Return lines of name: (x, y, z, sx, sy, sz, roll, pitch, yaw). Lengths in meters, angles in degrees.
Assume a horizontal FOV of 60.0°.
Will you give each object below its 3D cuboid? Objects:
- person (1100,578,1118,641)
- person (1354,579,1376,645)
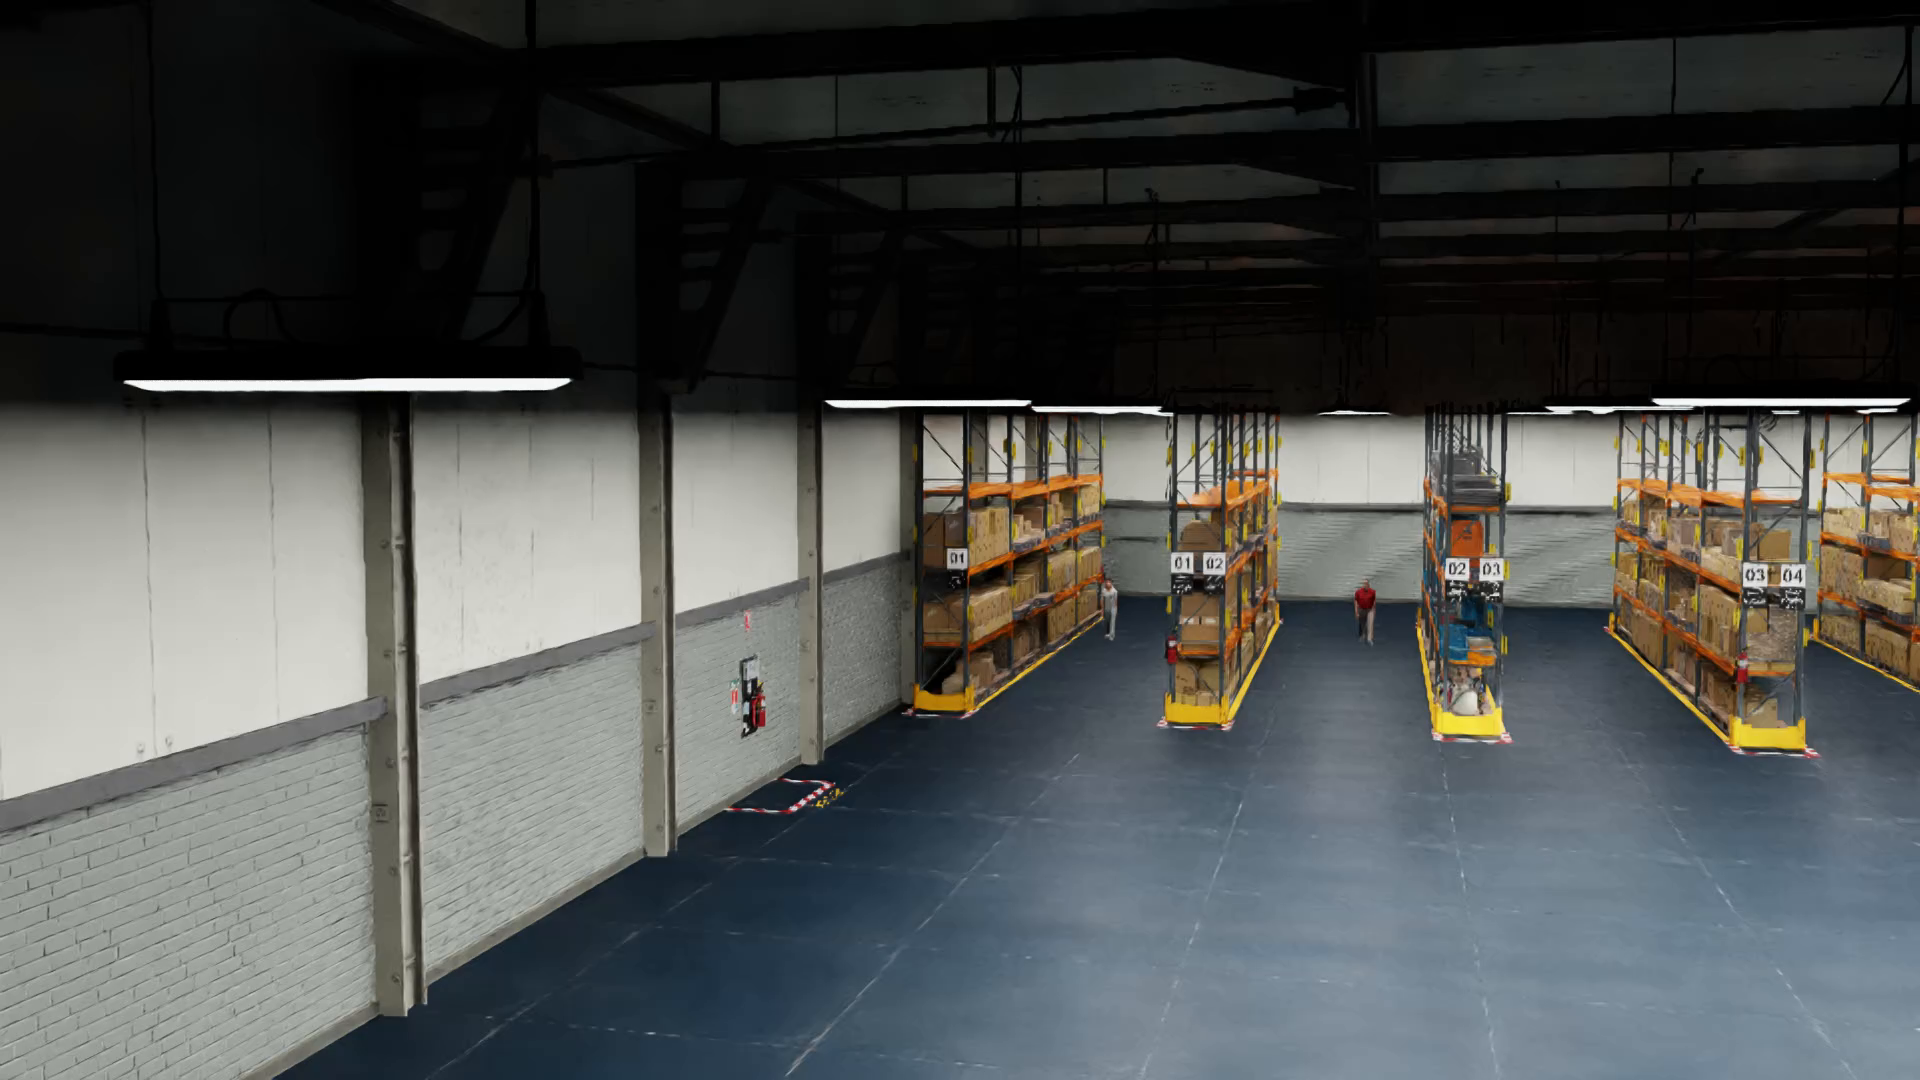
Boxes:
person: (3.814, 1.753, 42.686, 0.449, 1.585, 1.097, 1, 4, 13)
person: (10.217, 1.787, 41.940, 0.542, 1.645, 1.126, 1, 4, 16)
